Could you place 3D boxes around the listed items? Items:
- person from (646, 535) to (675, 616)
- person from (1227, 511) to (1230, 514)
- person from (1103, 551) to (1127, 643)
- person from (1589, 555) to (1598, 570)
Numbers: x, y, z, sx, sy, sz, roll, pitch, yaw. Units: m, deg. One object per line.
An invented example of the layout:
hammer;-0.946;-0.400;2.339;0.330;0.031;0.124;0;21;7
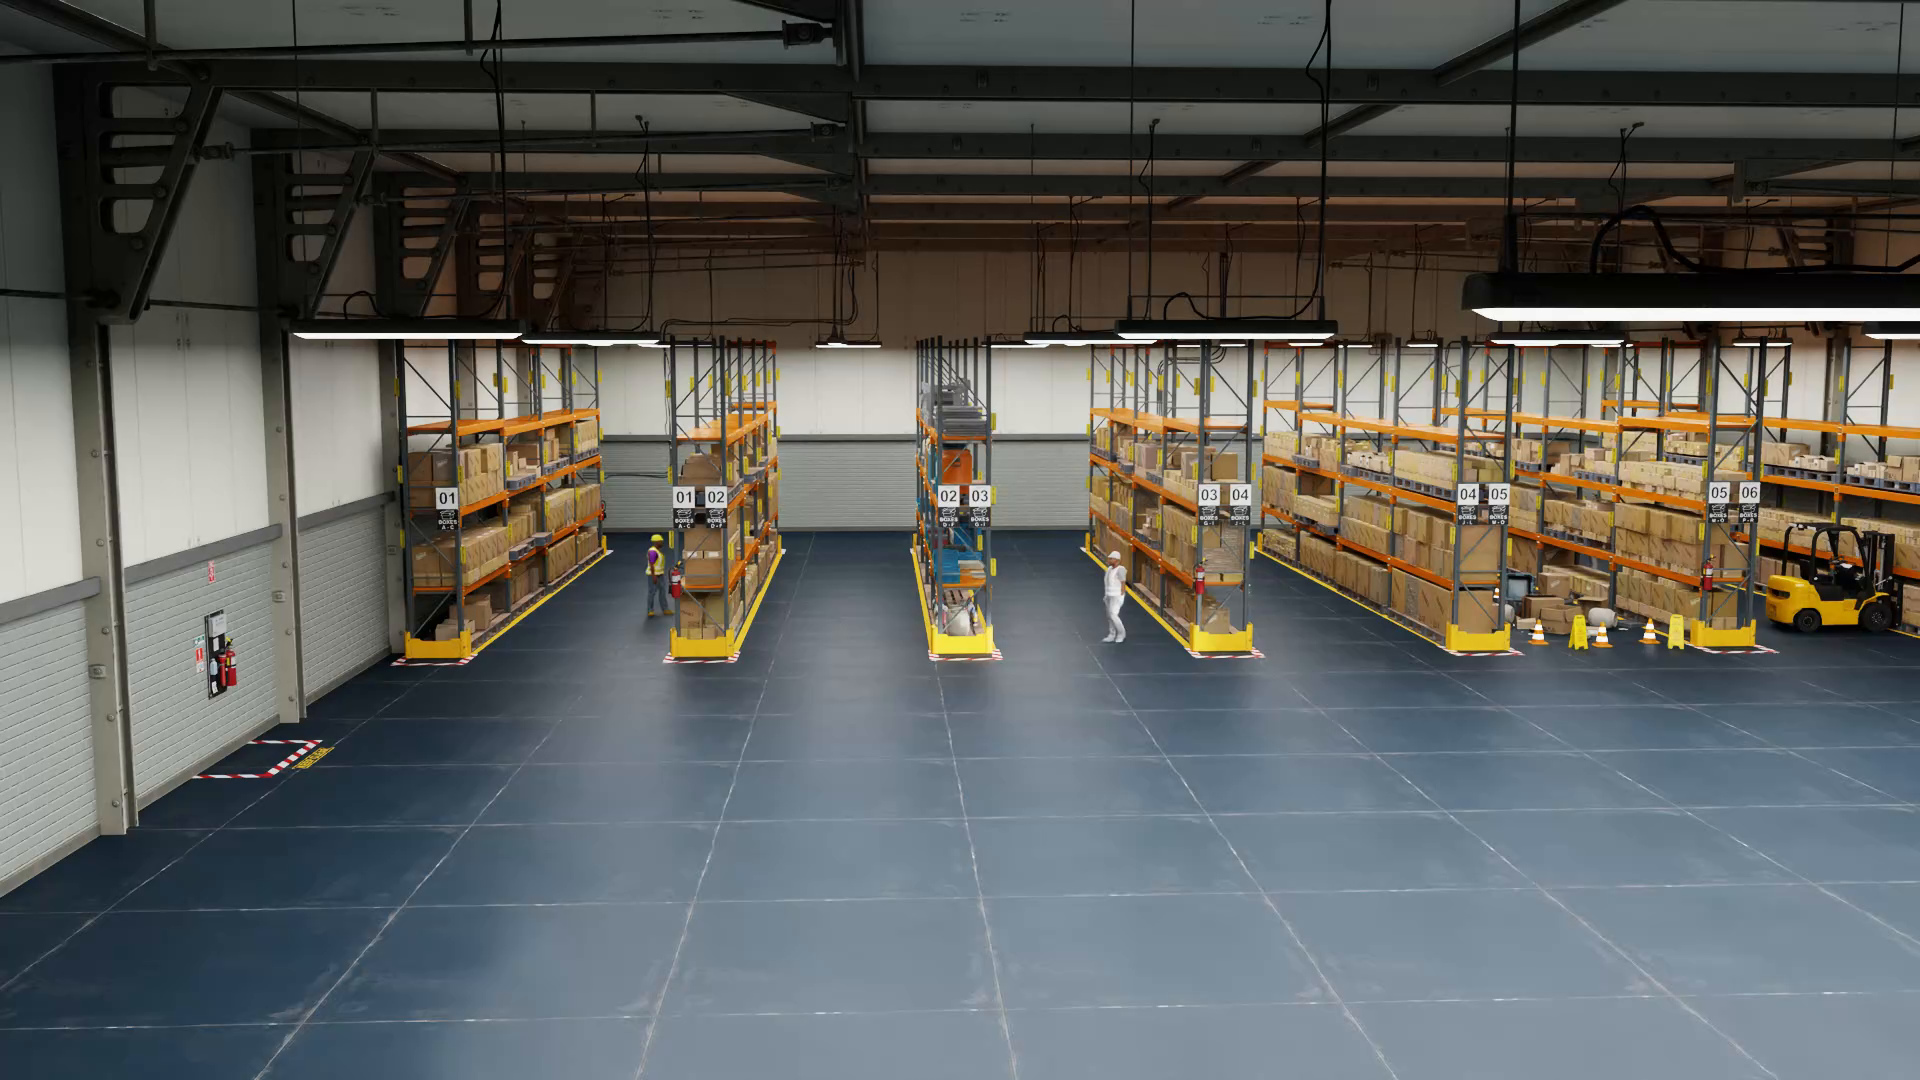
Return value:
person;-6.527;0.764;36.035;0.581;1.759;0.604;3;7;22
person;7.684;-0.392;46.043;0.552;1.724;1.098;0;7;-3
person;3.027;1.116;32.713;0.404;1.790;0.612;-3;7;-22
person;15.959;0.177;41.957;0.355;1.612;0.464;5;8;36
